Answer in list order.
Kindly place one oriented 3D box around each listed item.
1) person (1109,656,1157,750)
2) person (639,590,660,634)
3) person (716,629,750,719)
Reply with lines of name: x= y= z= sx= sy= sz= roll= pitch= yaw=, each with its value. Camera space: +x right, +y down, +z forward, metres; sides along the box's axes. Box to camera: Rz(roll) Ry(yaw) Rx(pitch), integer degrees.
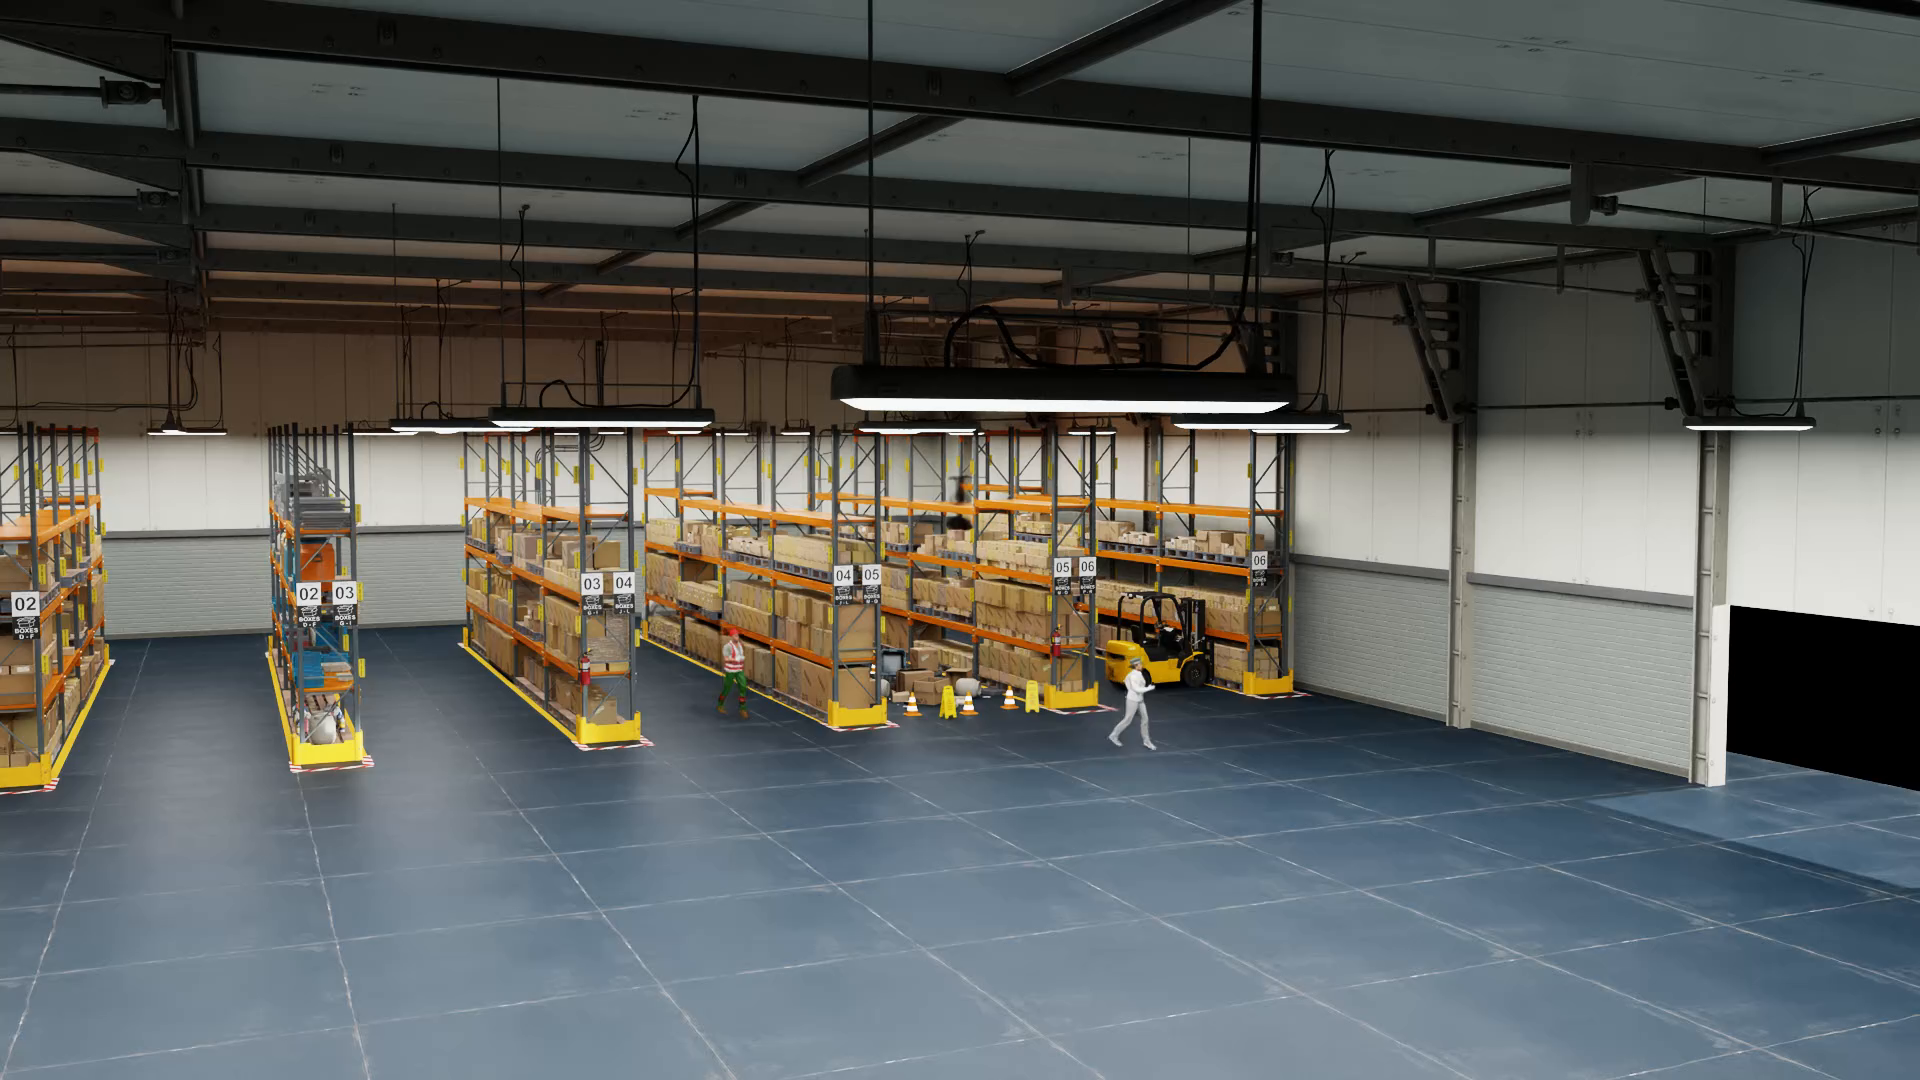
person: x=3.184 y=2.989 z=30.584 sx=0.883 sy=1.720 sz=0.589 roll=1 pitch=4 yaw=19
person: x=-9.060 y=1.898 z=48.869 sx=0.933 sy=1.719 sz=0.798 roll=-1 pitch=4 yaw=-10
person: x=-4.661 y=2.720 z=34.141 sx=0.905 sy=1.825 sz=0.652 roll=3 pitch=5 yaw=42
